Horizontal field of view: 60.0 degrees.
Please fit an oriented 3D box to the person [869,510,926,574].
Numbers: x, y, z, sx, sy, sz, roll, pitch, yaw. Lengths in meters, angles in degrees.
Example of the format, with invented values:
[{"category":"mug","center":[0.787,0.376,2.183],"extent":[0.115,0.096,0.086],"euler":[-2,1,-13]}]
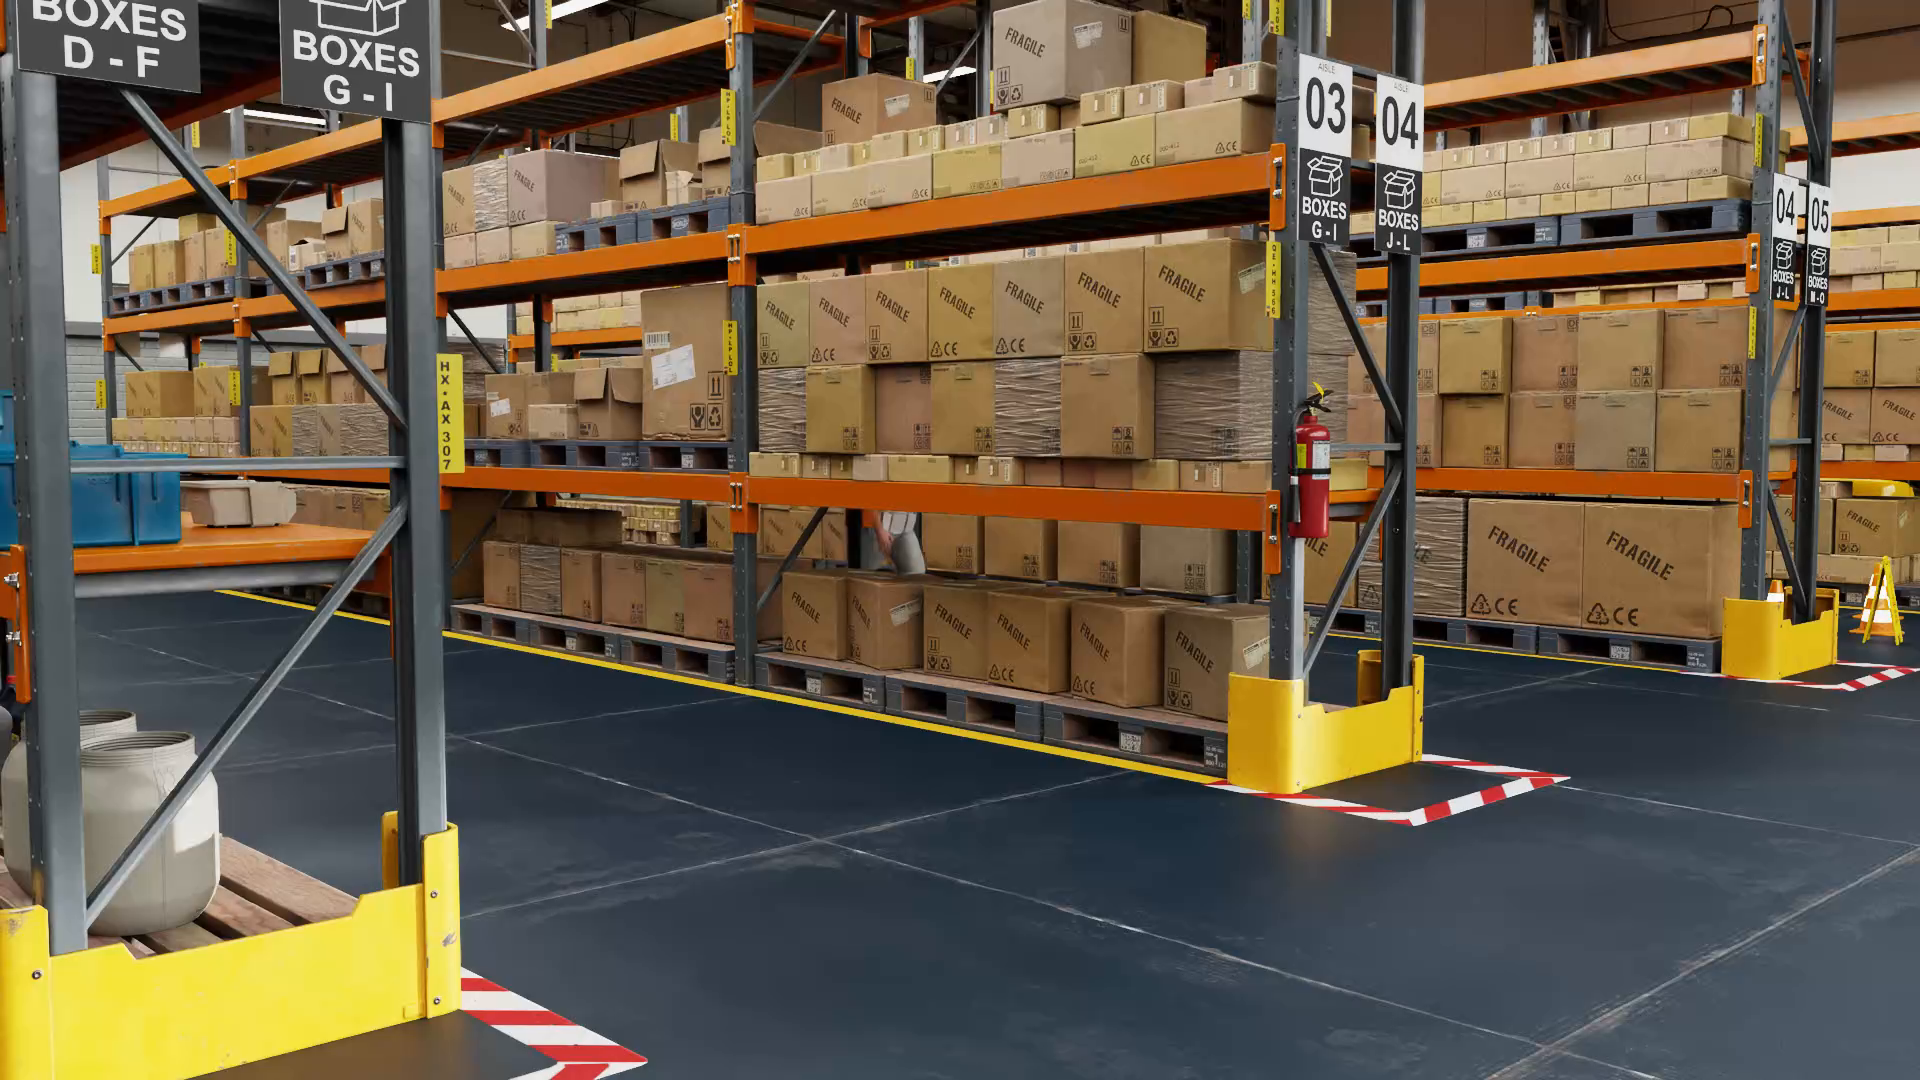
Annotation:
[{"category":"person","center":[-0.490,-0.109,12.153],"extent":[1.025,1.698,0.570],"euler":[3,5,40]}]
